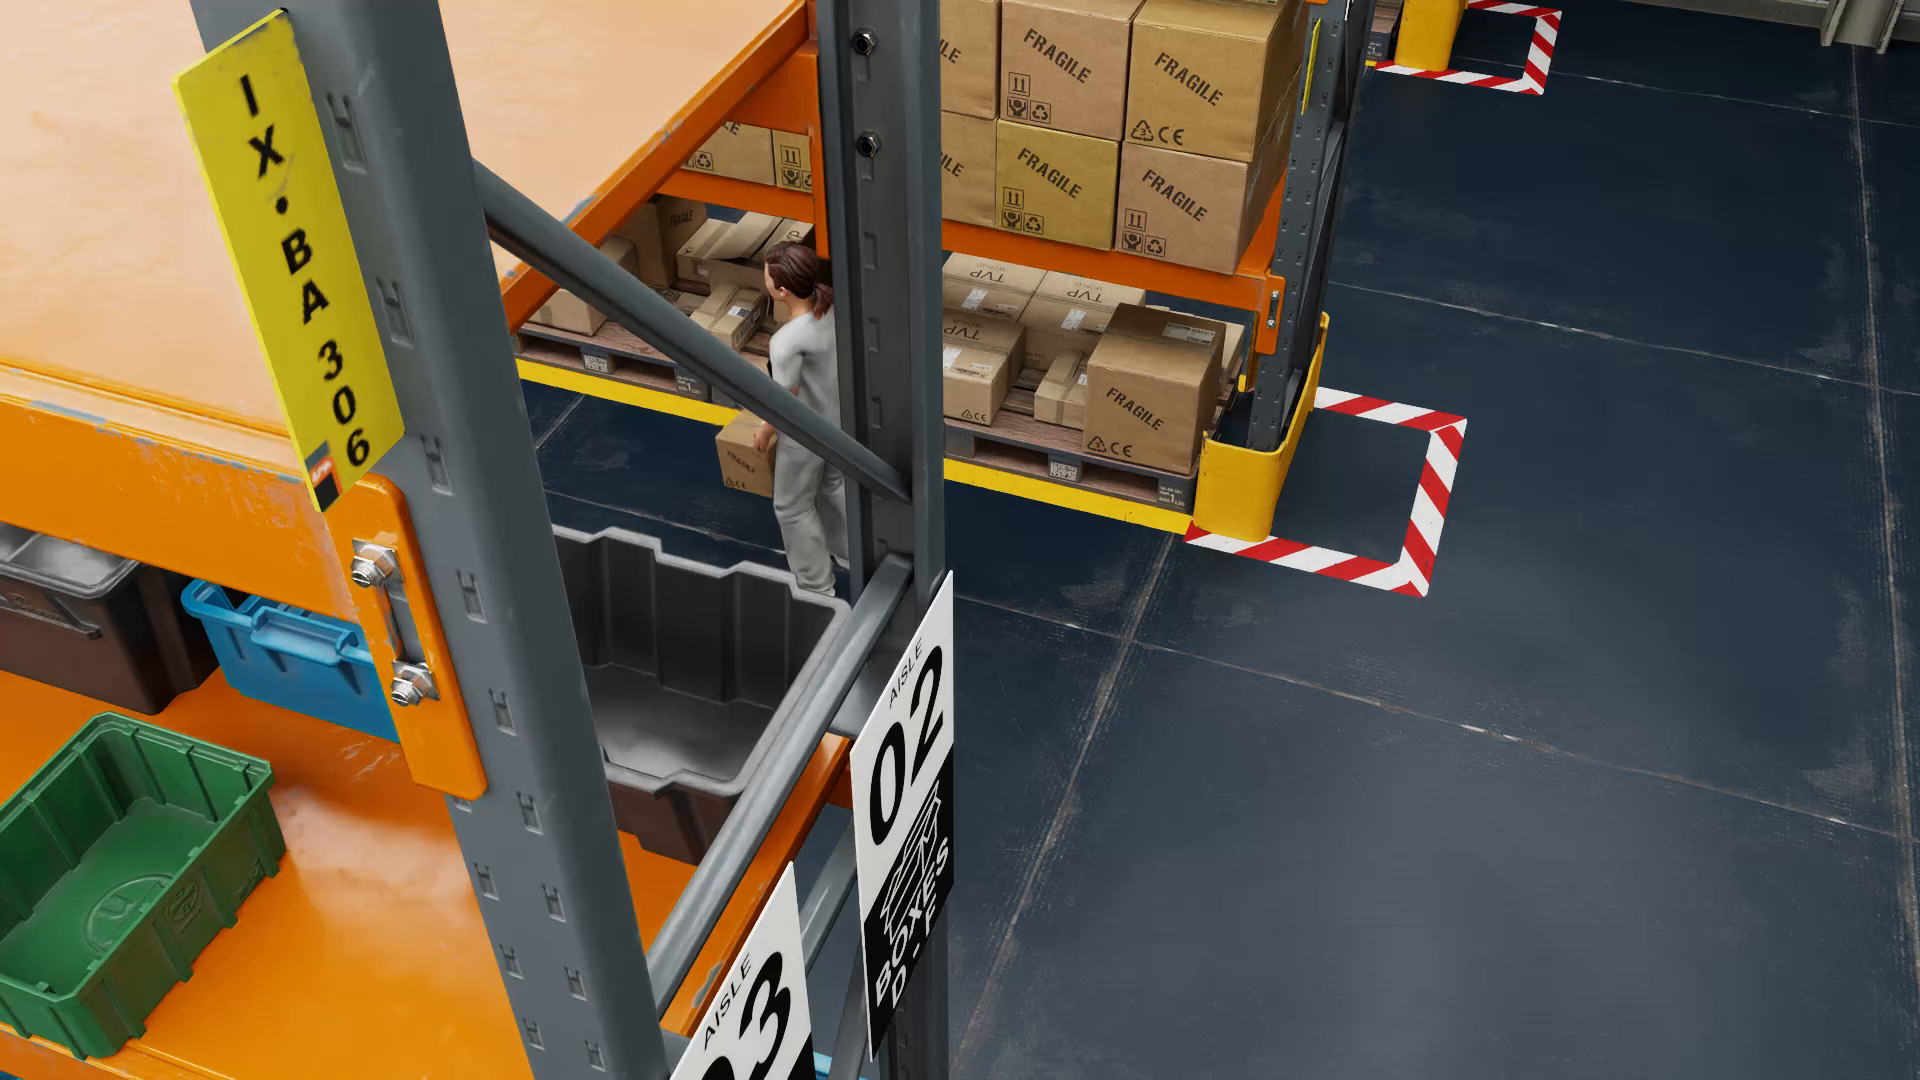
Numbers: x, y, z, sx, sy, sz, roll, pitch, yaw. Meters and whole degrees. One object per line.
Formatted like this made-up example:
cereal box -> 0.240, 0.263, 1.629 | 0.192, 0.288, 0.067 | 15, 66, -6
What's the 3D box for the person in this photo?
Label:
person -> -0.614, -0.372, 6.759 | 0.362, 1.433, 0.471 | 18, 45, 19
